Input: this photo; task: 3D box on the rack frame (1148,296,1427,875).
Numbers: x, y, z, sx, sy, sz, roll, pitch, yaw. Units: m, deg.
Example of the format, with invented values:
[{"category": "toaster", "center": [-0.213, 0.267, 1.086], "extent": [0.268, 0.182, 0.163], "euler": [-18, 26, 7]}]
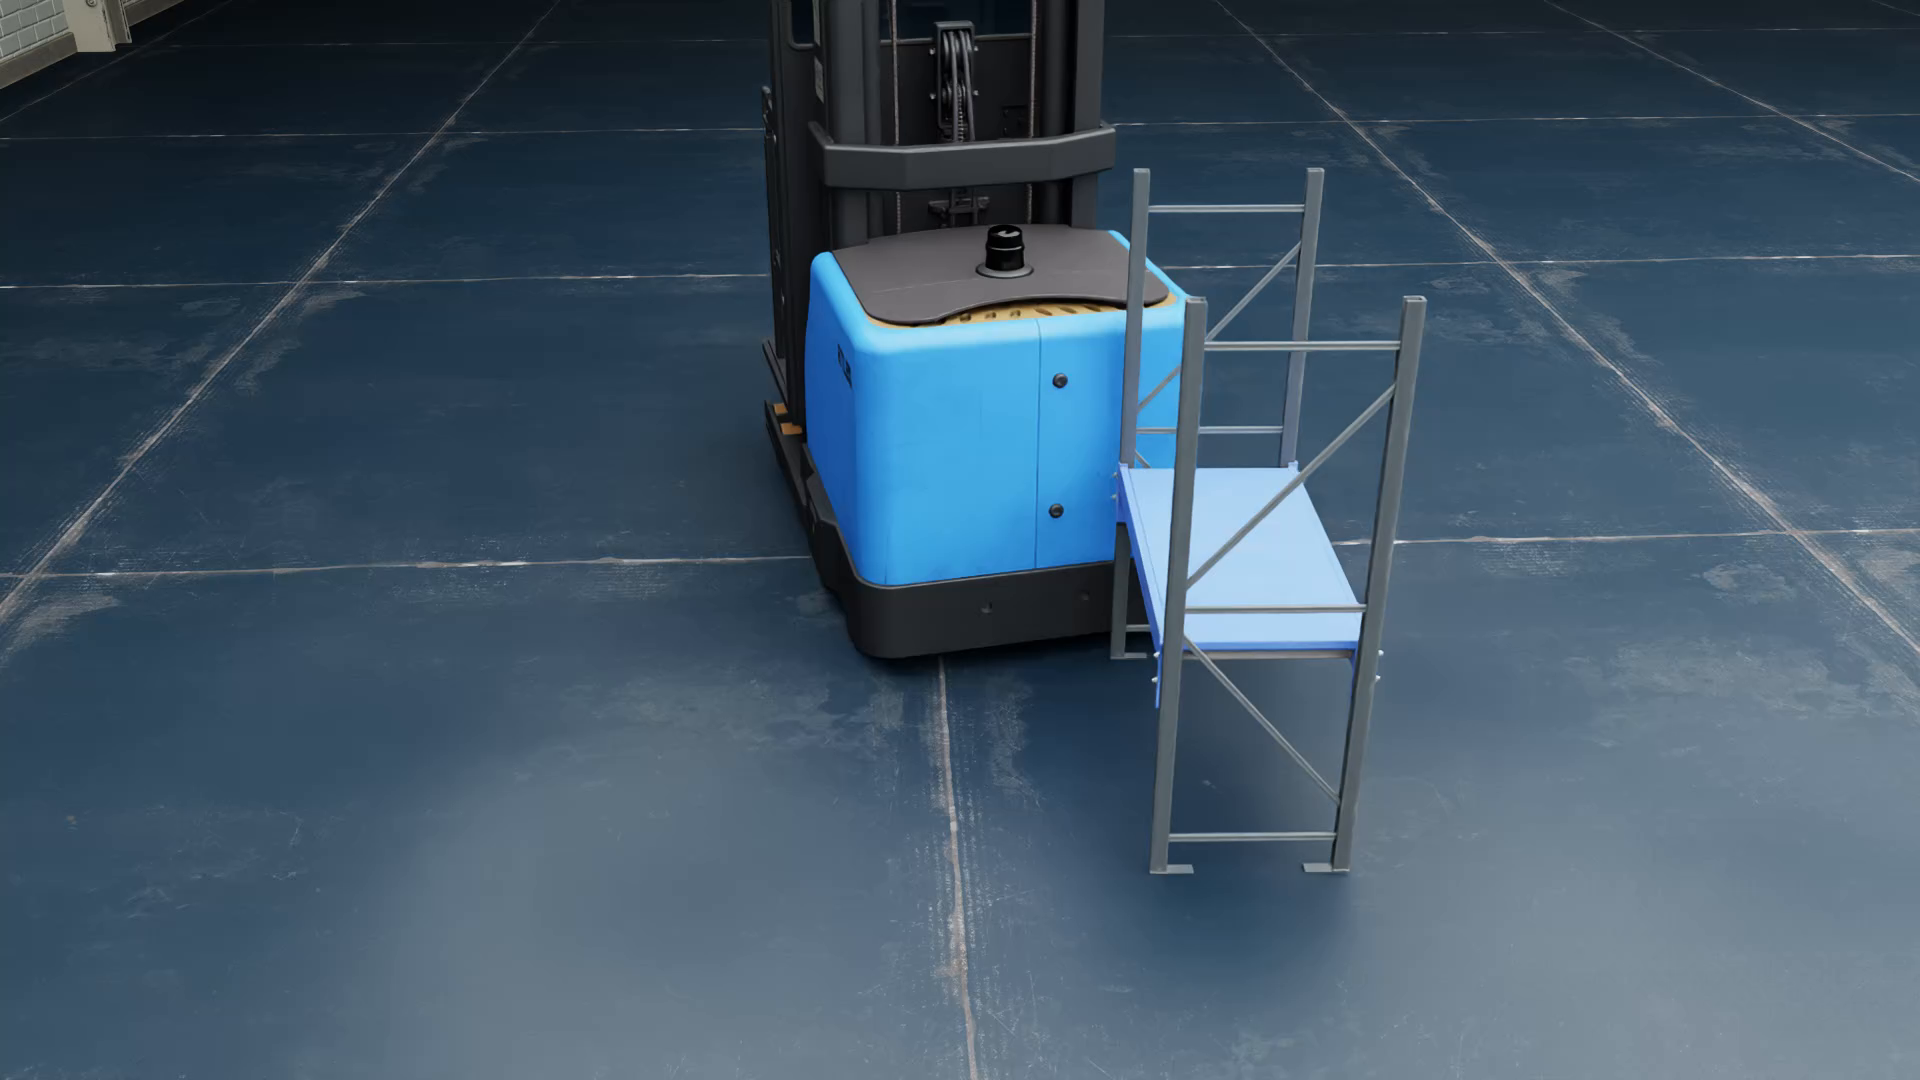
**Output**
[{"category": "rack frame", "center": [0.722, 0.162, 3.817], "extent": [0.500, 1.500, 0.032], "euler": [0, 28, -1]}]

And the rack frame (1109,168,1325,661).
[{"category": "rack frame", "center": [0.706, -0.308, 4.718], "extent": [0.500, 1.500, 0.032], "euler": [0, 28, -1]}]

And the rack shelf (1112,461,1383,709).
[{"category": "rack shelf", "center": [0.714, 0.087, 4.351], "extent": [0.538, 0.185, 1.000], "euler": [0, 28, -1]}]

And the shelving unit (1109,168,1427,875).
[{"category": "shelving unit", "center": [0.714, -0.073, 4.267], "extent": [0.538, 1.500, 1.048], "euler": [0, 28, -1]}]

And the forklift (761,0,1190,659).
[{"category": "forklift", "center": [-0.133, -1.612, 5.670], "extent": [1.130, 2.935, 3.031], "euler": [-6, 28, -12]}]

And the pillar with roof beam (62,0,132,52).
[{"category": "pillar with roof beam", "center": [-2.573, -8.051, 11.455], "extent": [9.100, 9.000, 0.400], "euler": [-1, 28, -3]}]
